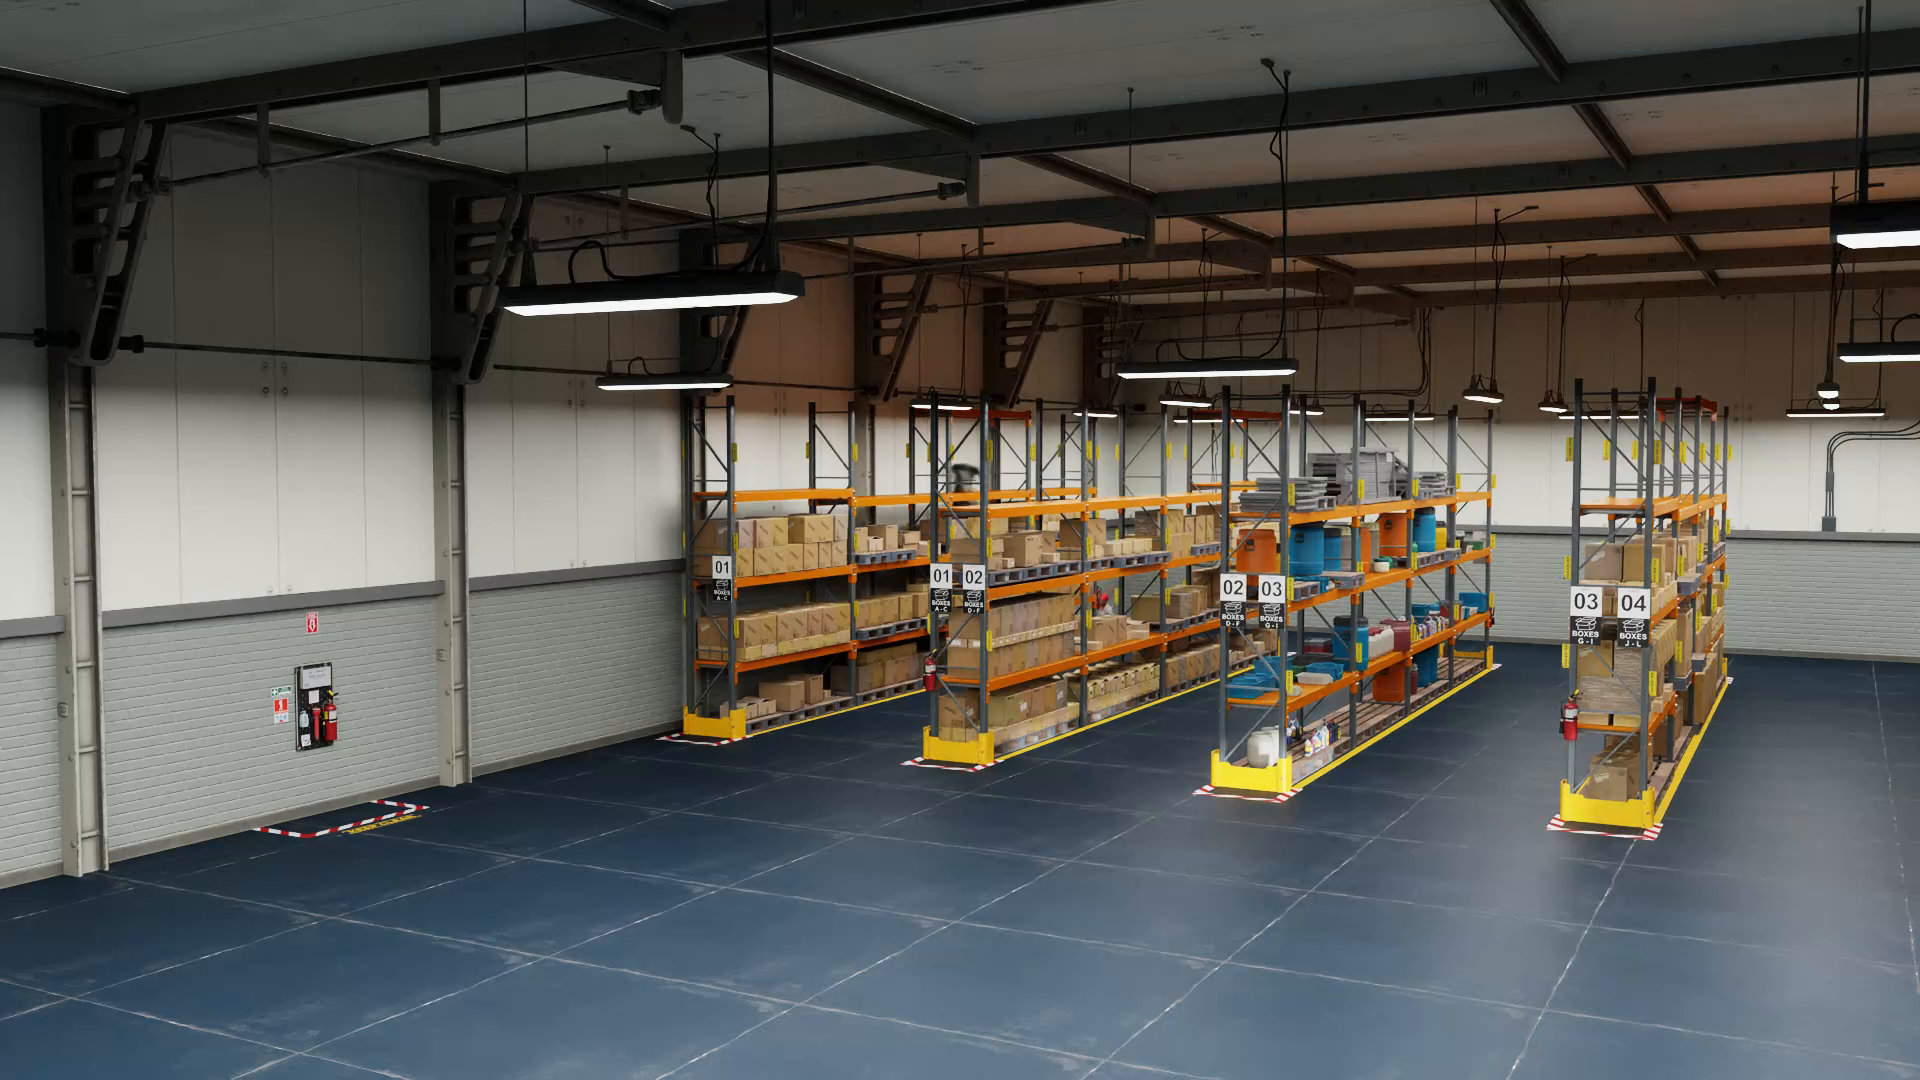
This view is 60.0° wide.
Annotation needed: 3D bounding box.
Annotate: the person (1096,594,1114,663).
[{"bbox_3d":[3.318,2.097,39.302,0.640,1.676,0.870,-2,4,-31],"label":"person"}]
